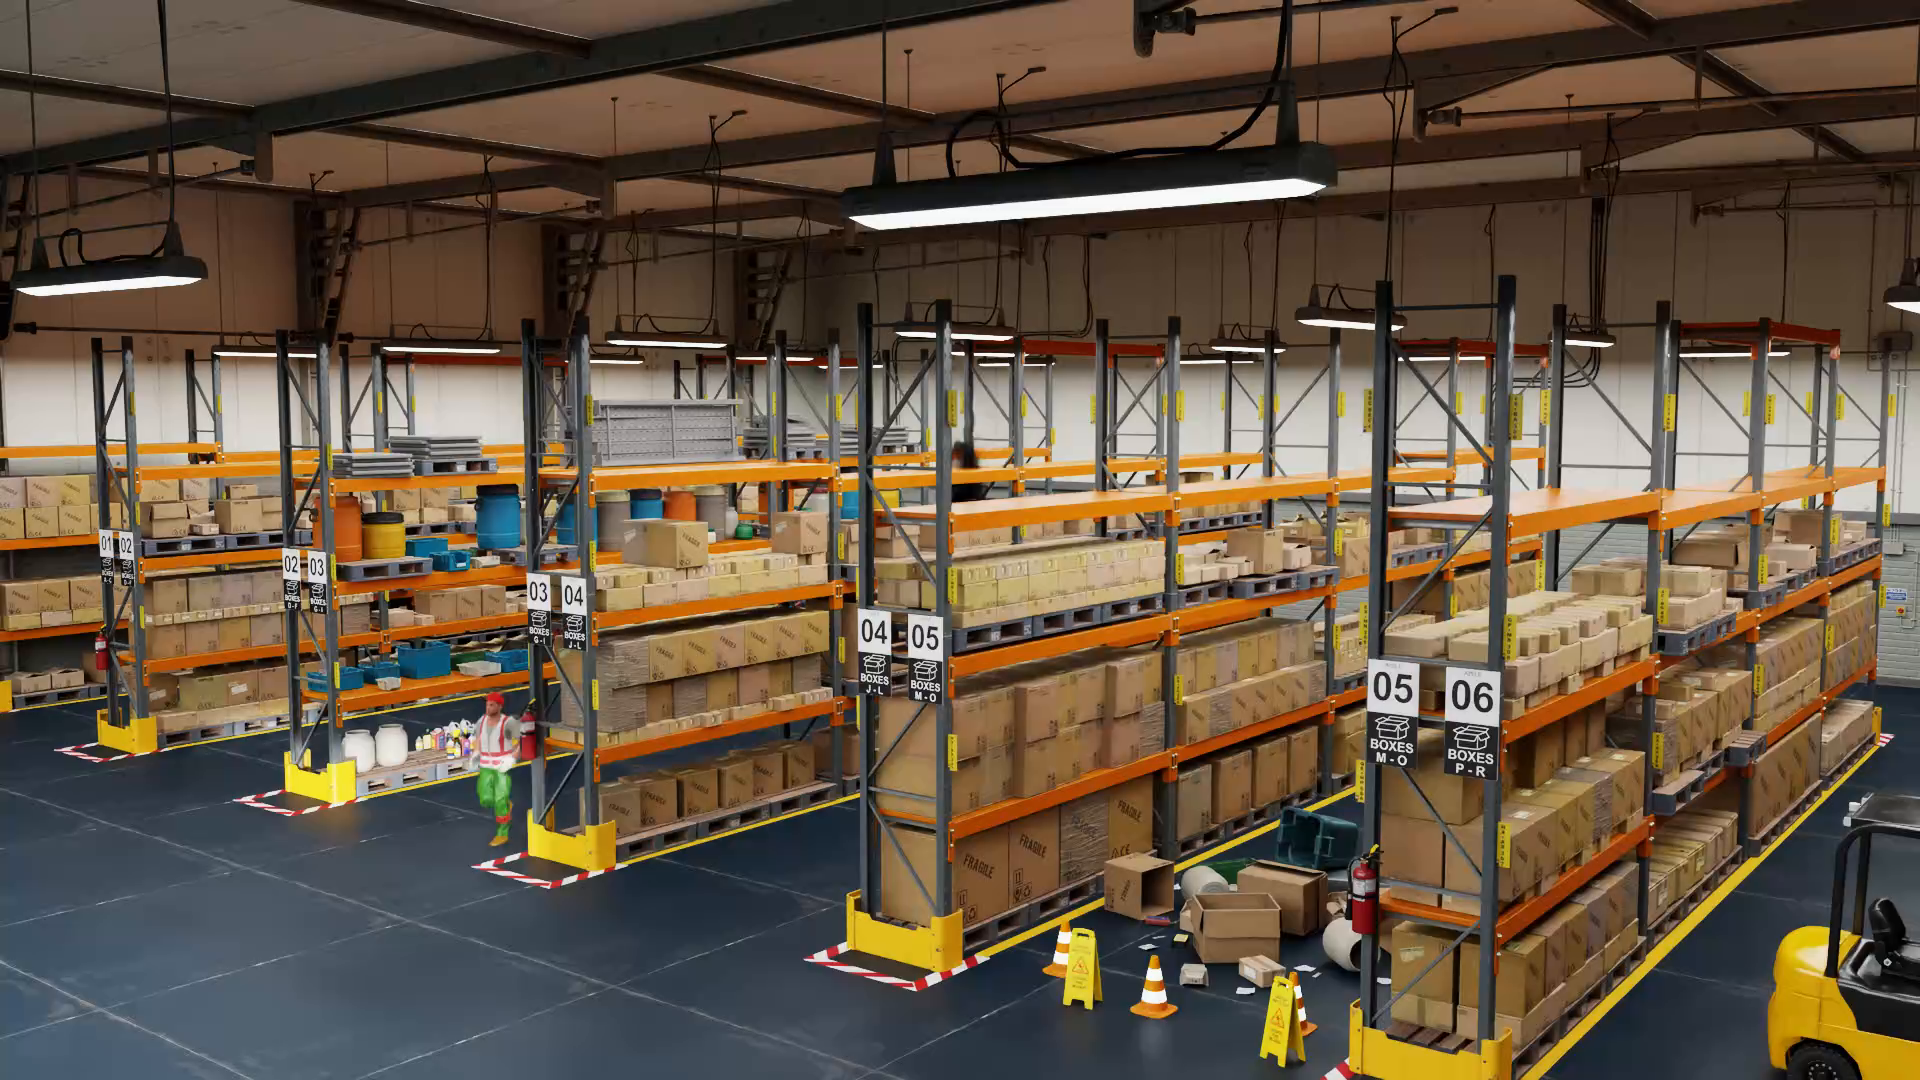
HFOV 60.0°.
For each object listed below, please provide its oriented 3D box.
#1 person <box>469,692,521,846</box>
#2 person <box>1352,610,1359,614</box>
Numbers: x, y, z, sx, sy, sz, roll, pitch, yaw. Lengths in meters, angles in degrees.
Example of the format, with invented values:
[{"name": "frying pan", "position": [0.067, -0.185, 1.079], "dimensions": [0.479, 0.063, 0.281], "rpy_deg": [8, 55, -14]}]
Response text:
[{"name": "person", "position": [-5.329, 2.627, 19.349], "dimensions": [0.700, 1.776, 0.610], "rpy_deg": [1, 5, 17]}, {"name": "person", "position": [6.598, 1.976, 27.509], "dimensions": [0.615, 1.649, 0.838], "rpy_deg": [5, 7, 43]}]
